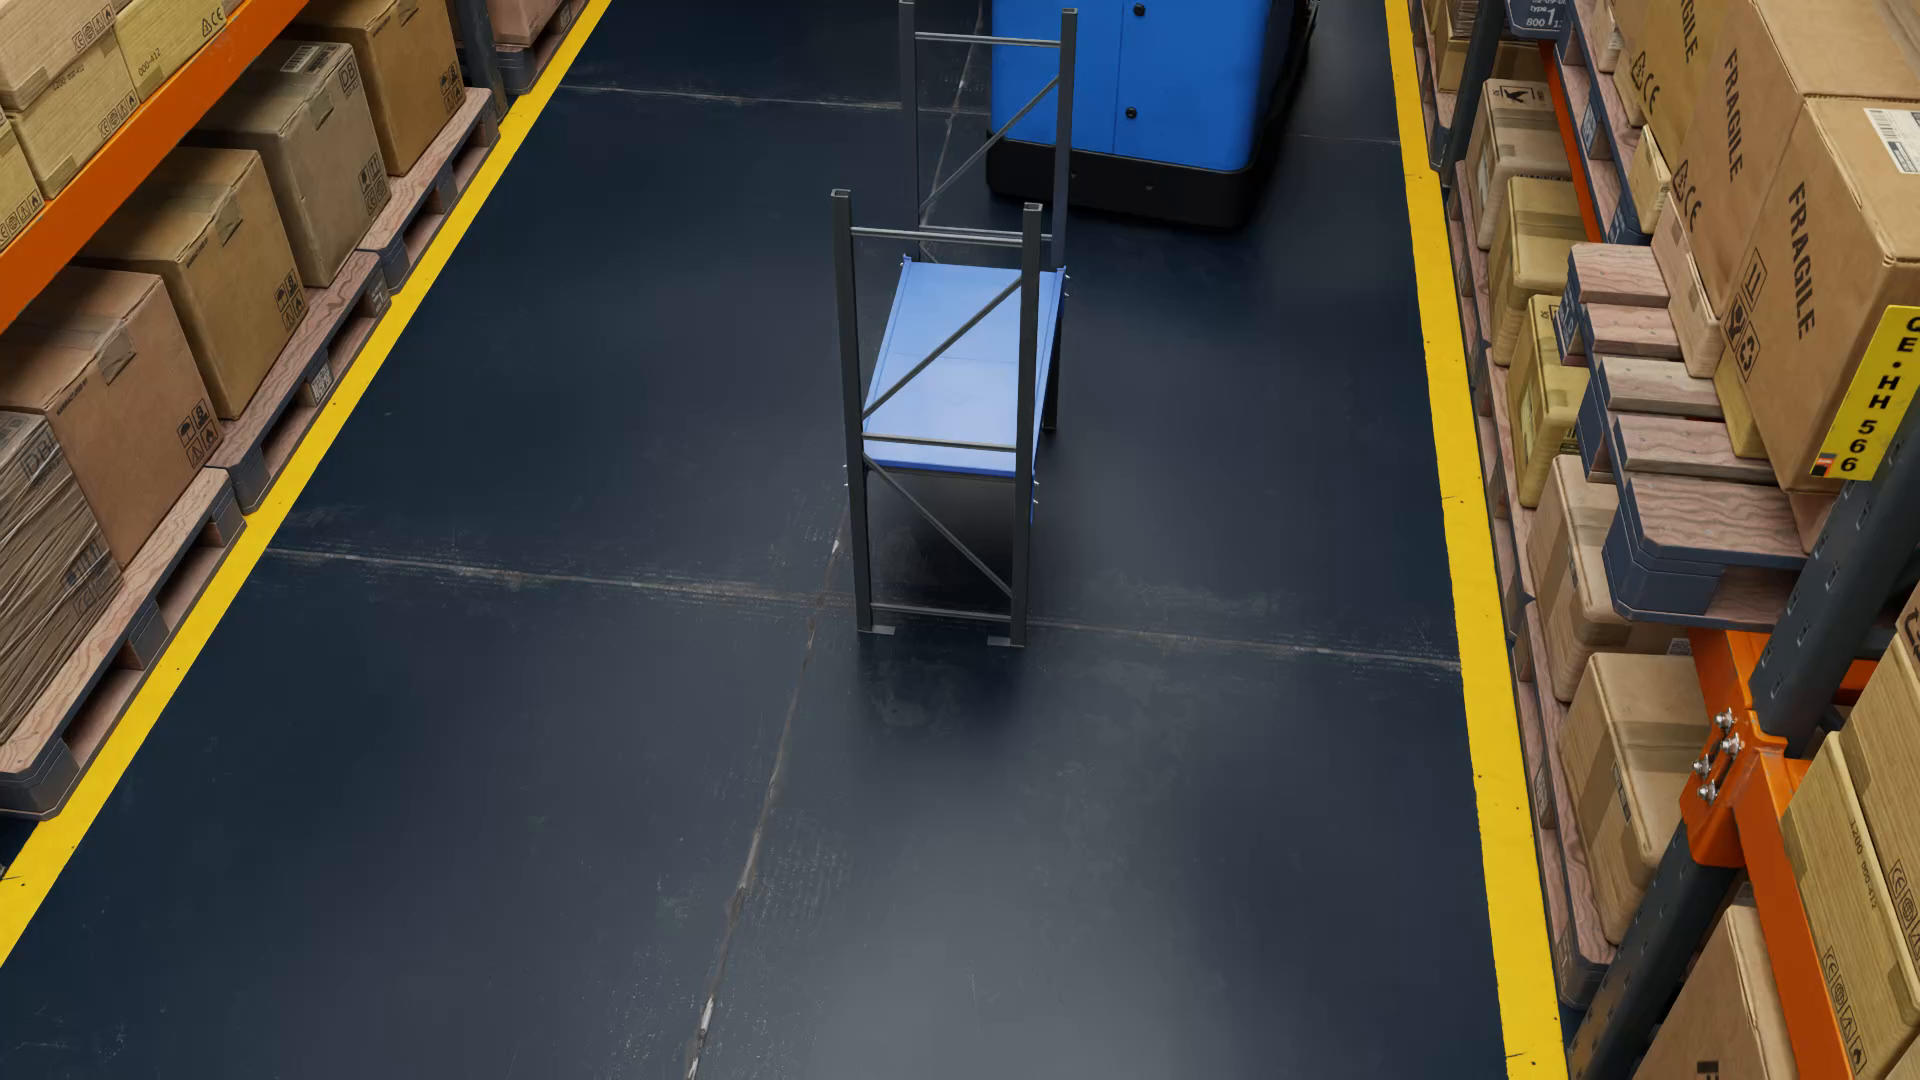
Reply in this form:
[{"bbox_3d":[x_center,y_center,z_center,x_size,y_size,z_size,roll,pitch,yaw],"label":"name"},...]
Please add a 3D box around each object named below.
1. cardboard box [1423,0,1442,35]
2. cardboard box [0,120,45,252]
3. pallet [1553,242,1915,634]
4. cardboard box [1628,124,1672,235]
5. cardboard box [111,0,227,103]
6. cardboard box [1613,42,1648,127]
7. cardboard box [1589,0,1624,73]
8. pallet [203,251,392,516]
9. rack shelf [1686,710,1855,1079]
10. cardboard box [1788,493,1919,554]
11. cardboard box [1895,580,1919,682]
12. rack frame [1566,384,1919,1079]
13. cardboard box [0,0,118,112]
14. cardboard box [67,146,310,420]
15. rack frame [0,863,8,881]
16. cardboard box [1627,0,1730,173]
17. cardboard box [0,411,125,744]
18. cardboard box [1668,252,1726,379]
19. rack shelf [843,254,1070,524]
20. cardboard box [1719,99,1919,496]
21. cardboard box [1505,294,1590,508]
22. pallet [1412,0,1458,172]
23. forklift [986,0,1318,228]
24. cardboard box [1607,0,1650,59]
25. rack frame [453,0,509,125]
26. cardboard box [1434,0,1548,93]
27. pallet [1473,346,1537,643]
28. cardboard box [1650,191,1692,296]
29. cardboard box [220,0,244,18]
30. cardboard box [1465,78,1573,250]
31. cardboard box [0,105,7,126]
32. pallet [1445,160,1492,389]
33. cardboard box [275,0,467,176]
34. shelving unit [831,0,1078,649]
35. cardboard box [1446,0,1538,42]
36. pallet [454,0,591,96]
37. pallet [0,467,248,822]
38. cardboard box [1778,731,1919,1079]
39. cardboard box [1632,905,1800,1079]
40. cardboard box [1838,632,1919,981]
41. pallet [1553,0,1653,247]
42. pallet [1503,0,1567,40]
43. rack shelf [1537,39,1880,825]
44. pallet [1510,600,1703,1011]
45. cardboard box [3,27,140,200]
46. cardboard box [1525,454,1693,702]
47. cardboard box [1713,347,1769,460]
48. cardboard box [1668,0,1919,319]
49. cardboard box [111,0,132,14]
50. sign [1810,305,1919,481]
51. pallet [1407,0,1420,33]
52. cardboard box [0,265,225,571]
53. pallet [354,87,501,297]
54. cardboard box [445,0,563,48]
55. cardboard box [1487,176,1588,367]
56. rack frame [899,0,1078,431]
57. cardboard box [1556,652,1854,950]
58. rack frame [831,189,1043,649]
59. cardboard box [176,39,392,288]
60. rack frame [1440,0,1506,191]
[{"bbox_3d":[2.332,-2.453,7.353,0.500,0.250,0.500,4,44,4],"label":"cardboard box"},{"bbox_3d":[-2.617,-0.798,4.021,0.500,0.250,0.500,4,44,5],"label":"cardboard box"},{"bbox_3d":[1.920,-0.207,3.427,1.213,0.211,1.003,5,44,6],"label":"pallet"},{"bbox_3d":[1.758,-0.812,3.804,0.380,0.149,0.250,6,44,6],"label":"cardboard box"},{"bbox_3d":[-2.485,-1.503,4.765,0.500,0.250,0.500,7,44,7],"label":"cardboard box"},{"bbox_3d":[1.868,-1.151,4.161,0.380,0.149,0.250,4,44,4],"label":"cardboard box"},{"bbox_3d":[1.874,-1.335,4.356,0.380,0.149,0.250,7,44,7],"label":"cardboard box"},{"bbox_3d":[-2.678,-0.604,5.735,1.003,0.211,1.213,5,44,6],"label":"pallet"},{"bbox_3d":[1.667,1.843,1.646,1.077,0.370,4.000,5,44,6],"label":"rack shelf"},{"bbox_3d":[1.741,-0.088,3.038,0.380,0.149,0.250,7,44,7],"label":"cardboard box"},{"bbox_3d":[1.624,0.133,2.128,0.500,0.500,0.500,4,44,4],"label":"cardboard box"},{"bbox_3d":[1.931,0.218,2.838,1.000,3.000,0.127,5,44,6],"label":"rack frame"},{"bbox_3d":[-2.534,-1.334,4.222,0.500,0.250,0.500,4,44,4],"label":"cardboard box"},{"bbox_3d":[-2.726,-0.849,5.387,0.875,0.625,0.625,4,44,4],"label":"cardboard box"},{"bbox_3d":[-2.989,-0.230,3.312,1.000,3.000,0.127,5,44,6],"label":"rack frame"},{"bbox_3d":[1.839,-1.111,3.647,0.500,0.500,0.500,3,43,3],"label":"cardboard box"},{"bbox_3d":[-2.893,0.056,4.431,0.875,0.625,0.625,7,44,7],"label":"cardboard box"},{"bbox_3d":[1.694,-0.453,3.424,0.380,0.149,0.250,5,44,5],"label":"cardboard box"},{"bbox_3d":[0.011,-0.472,4.919,0.538,0.185,1.000,5,44,6],"label":"rack shelf"},{"bbox_3d":[1.716,-0.414,2.911,0.500,0.500,0.500,4,44,4],"label":"cardboard box"},{"bbox_3d":[2.211,-0.384,5.080,0.950,0.372,0.625,7,44,7],"label":"cardboard box"},{"bbox_3d":[2.514,-1.956,7.162,1.003,0.211,1.213,5,44,6],"label":"pallet"},{"bbox_3d":[1.015,-3.299,6.603,1.130,2.935,3.031,12,45,12],"label":"forklift"},{"bbox_3d":[1.912,-1.483,4.040,0.500,0.500,0.500,4,44,4],"label":"cardboard box"},{"bbox_3d":[-2.460,-2.956,6.191,1.000,3.000,0.127,5,44,6],"label":"rack frame"},{"bbox_3d":[2.272,-2.089,6.969,0.500,0.250,0.500,7,44,7],"label":"cardboard box"},{"bbox_3d":[2.200,-0.131,5.234,1.003,0.211,1.213,5,44,6],"label":"pallet"},{"bbox_3d":[1.735,-0.624,3.604,0.380,0.149,0.250,3,44,4],"label":"cardboard box"},{"bbox_3d":[-2.425,-1.856,5.137,0.500,0.250,0.500,5,44,6],"label":"cardboard box"},{"bbox_3d":[2.393,-1.348,6.098,0.950,0.372,0.625,6,44,6],"label":"cardboard box"},{"bbox_3d":[-2.621,-0.979,3.847,0.500,0.250,0.500,7,44,7],"label":"cardboard box"},{"bbox_3d":[2.359,-0.964,6.115,1.003,0.211,1.213,5,44,6],"label":"pallet"},{"bbox_3d":[-2.518,-1.890,6.486,0.875,0.625,0.625,7,44,7],"label":"cardboard box"},{"bbox_3d":[0.011,-0.603,4.796,0.538,1.500,1.048,5,44,6],"label":"shelving unit"},{"bbox_3d":[2.272,-2.362,6.712,0.500,0.500,0.500,5,44,5],"label":"cardboard box"},{"bbox_3d":[-2.314,-2.482,7.718,1.003,0.211,1.213,5,44,6],"label":"pallet"},{"bbox_3d":[-2.842,0.225,4.859,1.003,0.211,1.213,5,44,6],"label":"pallet"},{"bbox_3d":[1.617,0.583,2.561,0.500,0.250,0.500,5,44,5],"label":"cardboard box"},{"bbox_3d":[1.758,1.301,2.935,0.875,0.875,0.875,5,44,5],"label":"cardboard box"},{"bbox_3d":[1.620,0.414,2.376,0.500,0.250,0.500,5,44,5],"label":"cardboard box"},{"bbox_3d":[2.153,-1.065,4.332,1.003,0.211,1.213,5,44,6],"label":"pallet"},{"bbox_3d":[2.215,-1.930,5.247,1.003,0.211,1.213,5,44,6],"label":"pallet"},{"bbox_3d":[2.196,-0.883,4.525,1.077,0.370,4.000,5,44,6],"label":"rack shelf"},{"bbox_3d":[2.036,0.698,4.359,1.003,0.211,1.213,5,44,6],"label":"pallet"},{"bbox_3d":[-2.556,-1.150,4.392,0.500,0.250,0.500,4,44,4],"label":"cardboard box"},{"bbox_3d":[2.106,0.132,4.534,0.950,0.372,0.625,4,44,5],"label":"cardboard box"},{"bbox_3d":[1.705,-0.277,3.238,0.380,0.149,0.250,6,44,6],"label":"cardboard box"},{"bbox_3d":[1.773,-0.767,3.284,0.500,0.500,0.500,5,44,5],"label":"cardboard box"},{"bbox_3d":[-2.491,-1.684,4.593,0.500,0.250,0.500,6,44,6],"label":"cardboard box"},{"bbox_3d":[1.392,-0.216,2.512,0.100,0.325,0.005,5,44,6],"label":"sign"},{"bbox_3d":[2.673,-2.790,8.043,1.003,0.211,1.213,5,44,6],"label":"pallet"},{"bbox_3d":[-2.815,-0.390,4.902,0.875,0.625,0.625,7,44,7],"label":"cardboard box"},{"bbox_3d":[-2.519,-1.438,6.615,1.003,0.211,1.213,5,44,6],"label":"pallet"},{"bbox_3d":[-2.068,-2.410,7.308,0.500,0.250,0.500,6,44,6],"label":"cardboard box"},{"bbox_3d":[2.302,-0.858,5.580,0.950,0.372,0.625,8,44,8],"label":"cardboard box"},{"bbox_3d":[0.078,-0.949,5.162,0.500,1.500,0.032,5,44,6],"label":"rack frame"},{"bbox_3d":[2.016,0.636,4.003,0.950,0.372,0.625,3,43,3],"label":"cardboard box"},{"bbox_3d":[-0.056,-0.256,4.430,0.500,1.500,0.032,5,44,6],"label":"rack frame"},{"bbox_3d":[-2.628,-1.362,5.928,0.875,0.625,0.625,5,44,5],"label":"cardboard box"},{"bbox_3d":[2.460,-2.508,5.717,1.000,3.000,0.127,5,44,6],"label":"rack frame"}]
